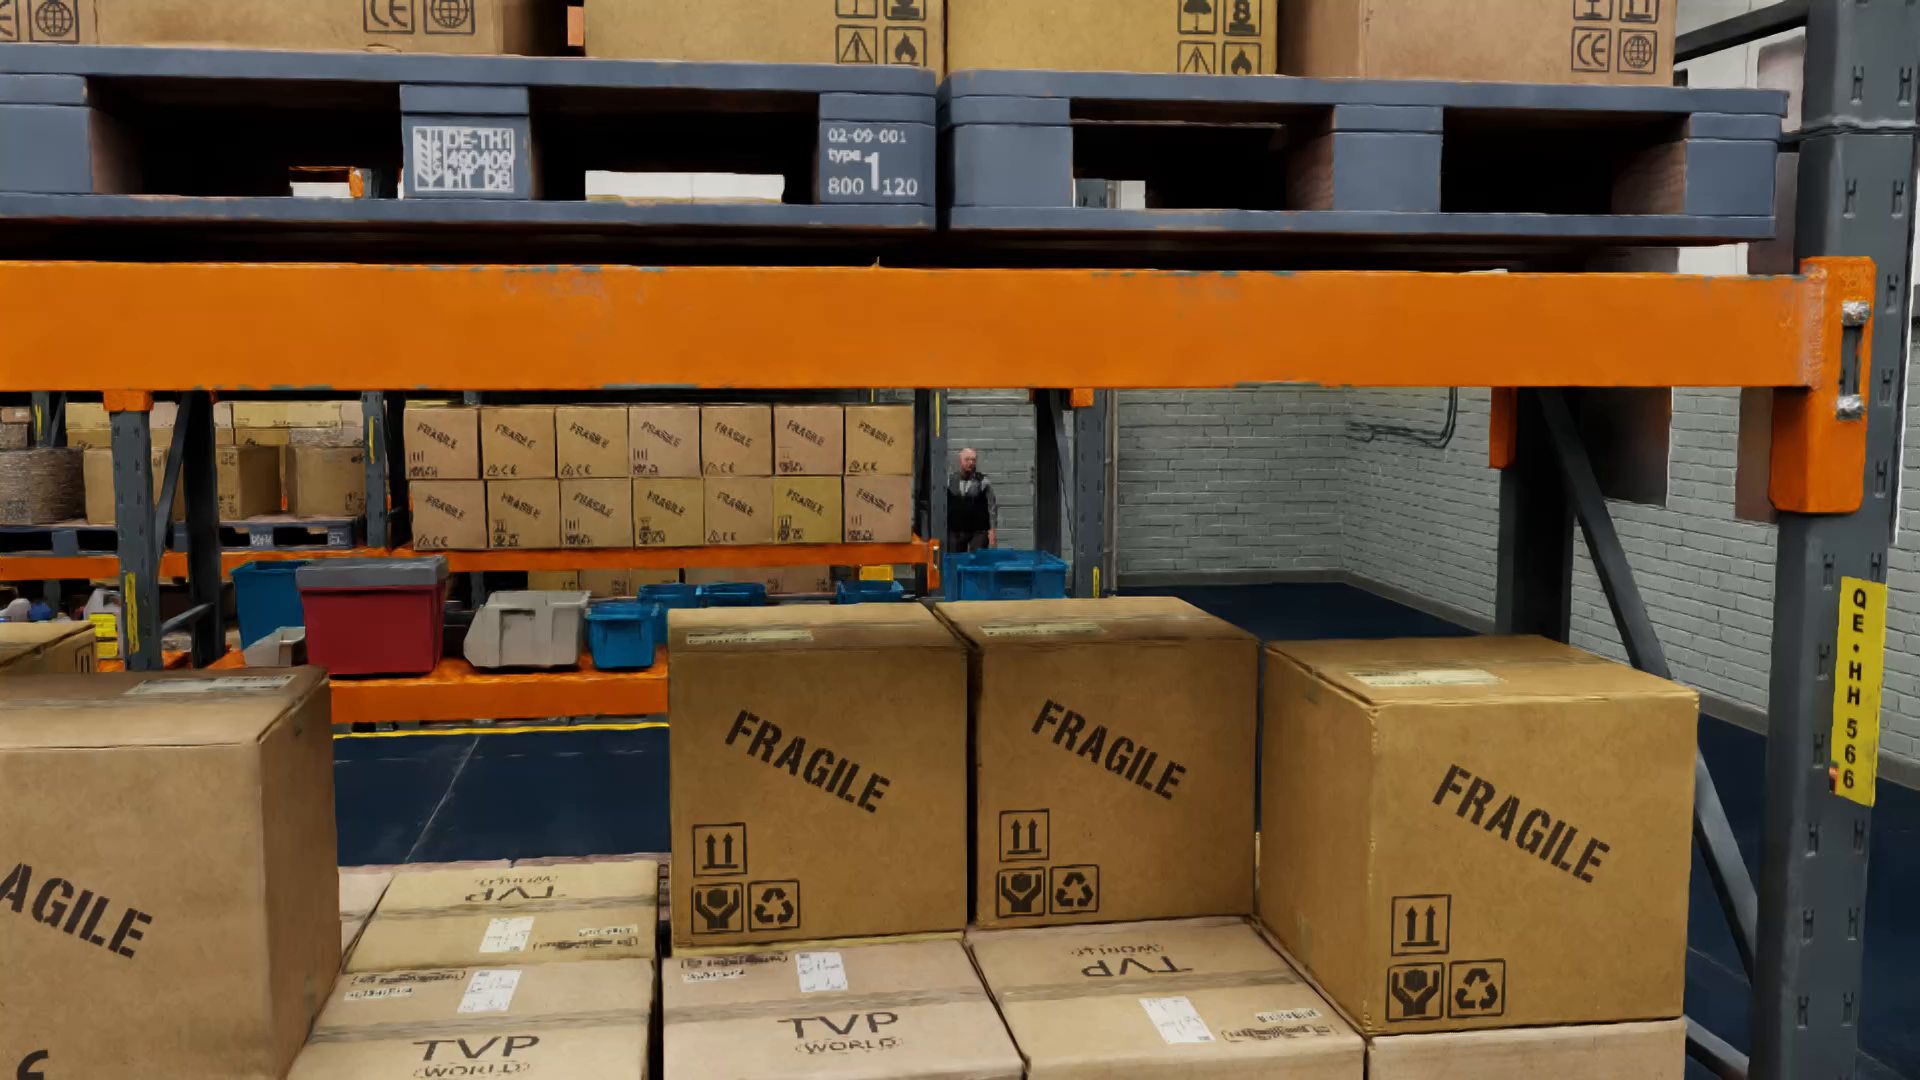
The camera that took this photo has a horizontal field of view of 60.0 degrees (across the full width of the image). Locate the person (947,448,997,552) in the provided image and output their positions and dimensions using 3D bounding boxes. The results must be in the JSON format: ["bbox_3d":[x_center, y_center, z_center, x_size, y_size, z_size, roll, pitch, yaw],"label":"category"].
[{"bbox_3d":[0.065,-0.055,16.657,0.609,1.733,0.393,2,7,15],"label":"person"}]
